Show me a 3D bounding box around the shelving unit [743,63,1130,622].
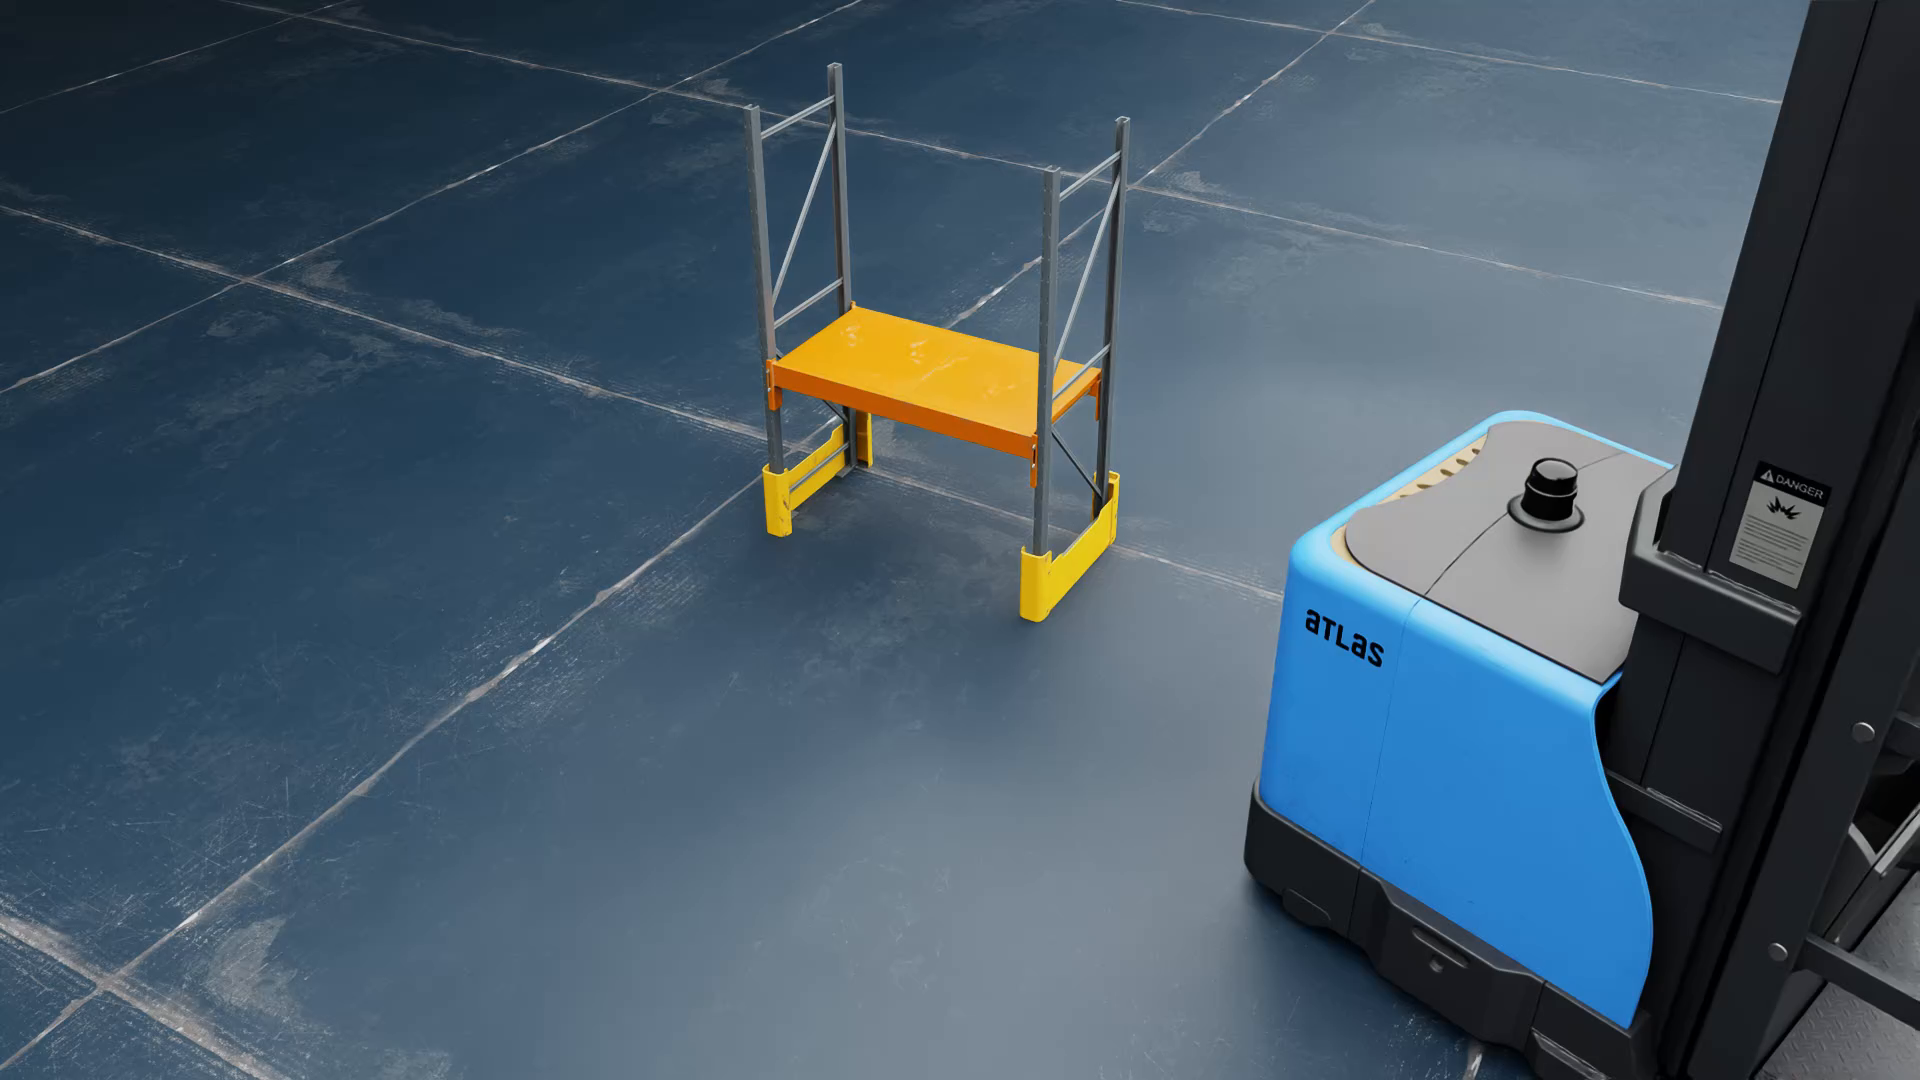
[{"bbox_3d":[-0.066,-0.645,5.366,1.083,1.500,0.587,18,37,24],"label":"shelving unit"}]

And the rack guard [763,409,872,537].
[{"bbox_3d":[-0.499,-0.262,5.918,0.087,0.250,0.587,18,37,24],"label":"rack guard"}]

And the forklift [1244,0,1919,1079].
[{"bbox_3d":[2.126,0.085,2.978,1.130,2.935,3.031,-28,43,-35],"label":"forklift"}]

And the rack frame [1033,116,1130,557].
[{"bbox_3d":[0.367,-0.508,5.160,0.032,1.500,0.500,18,37,24],"label":"rack frame"}]

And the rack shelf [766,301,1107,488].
[{"bbox_3d":[-0.074,-0.498,5.469,1.000,0.185,0.538,18,37,24],"label":"rack shelf"}]

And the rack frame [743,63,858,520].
[{"bbox_3d":[-0.515,-0.788,5.579,0.032,1.500,0.500,18,37,24],"label":"rack frame"}]

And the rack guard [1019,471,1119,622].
[{"bbox_3d":[0.366,0.012,5.507,0.087,0.250,0.587,18,37,24],"label":"rack guard"}]
